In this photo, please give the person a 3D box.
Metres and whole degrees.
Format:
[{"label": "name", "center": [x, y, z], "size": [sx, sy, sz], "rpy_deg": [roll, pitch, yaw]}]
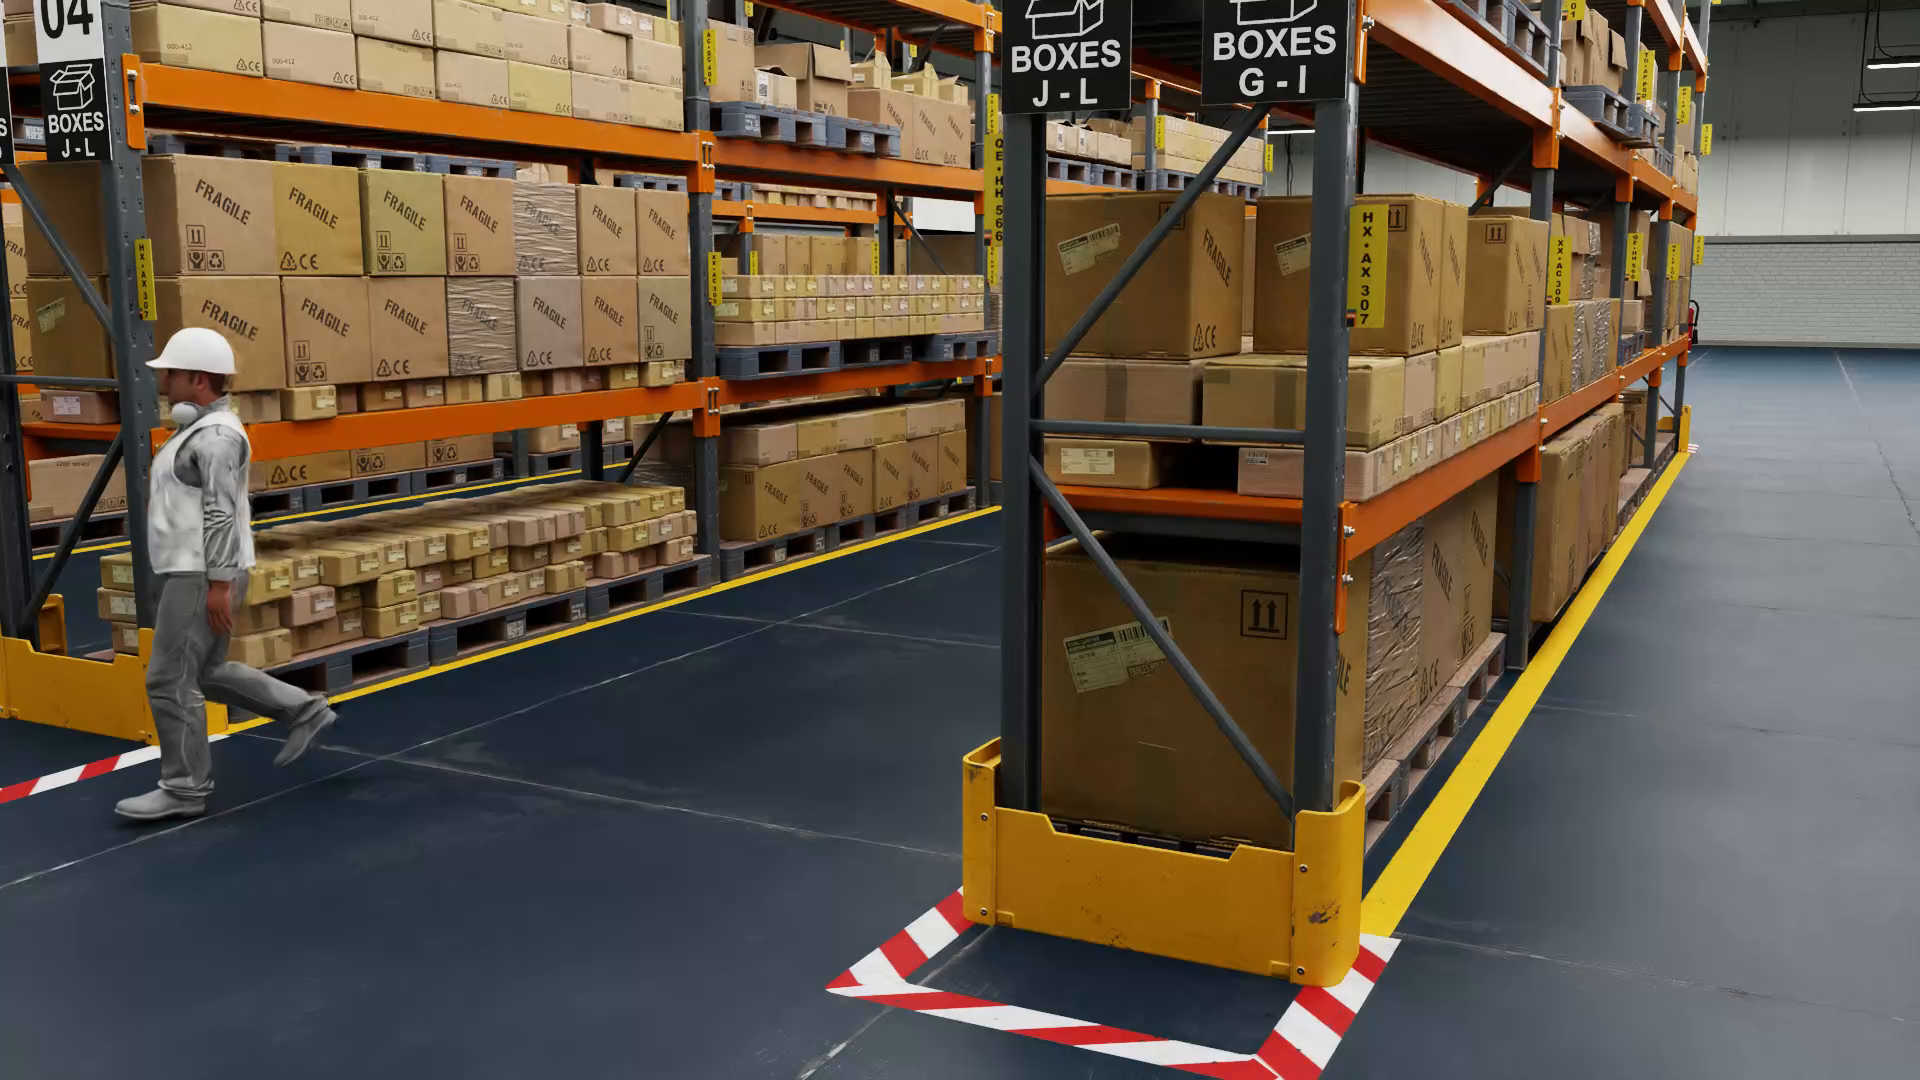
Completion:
[{"label": "person", "center": [-2.726, 0.105, 6.098], "size": [0.783, 1.757, 0.562], "rpy_deg": [-4, 10, -24]}]
